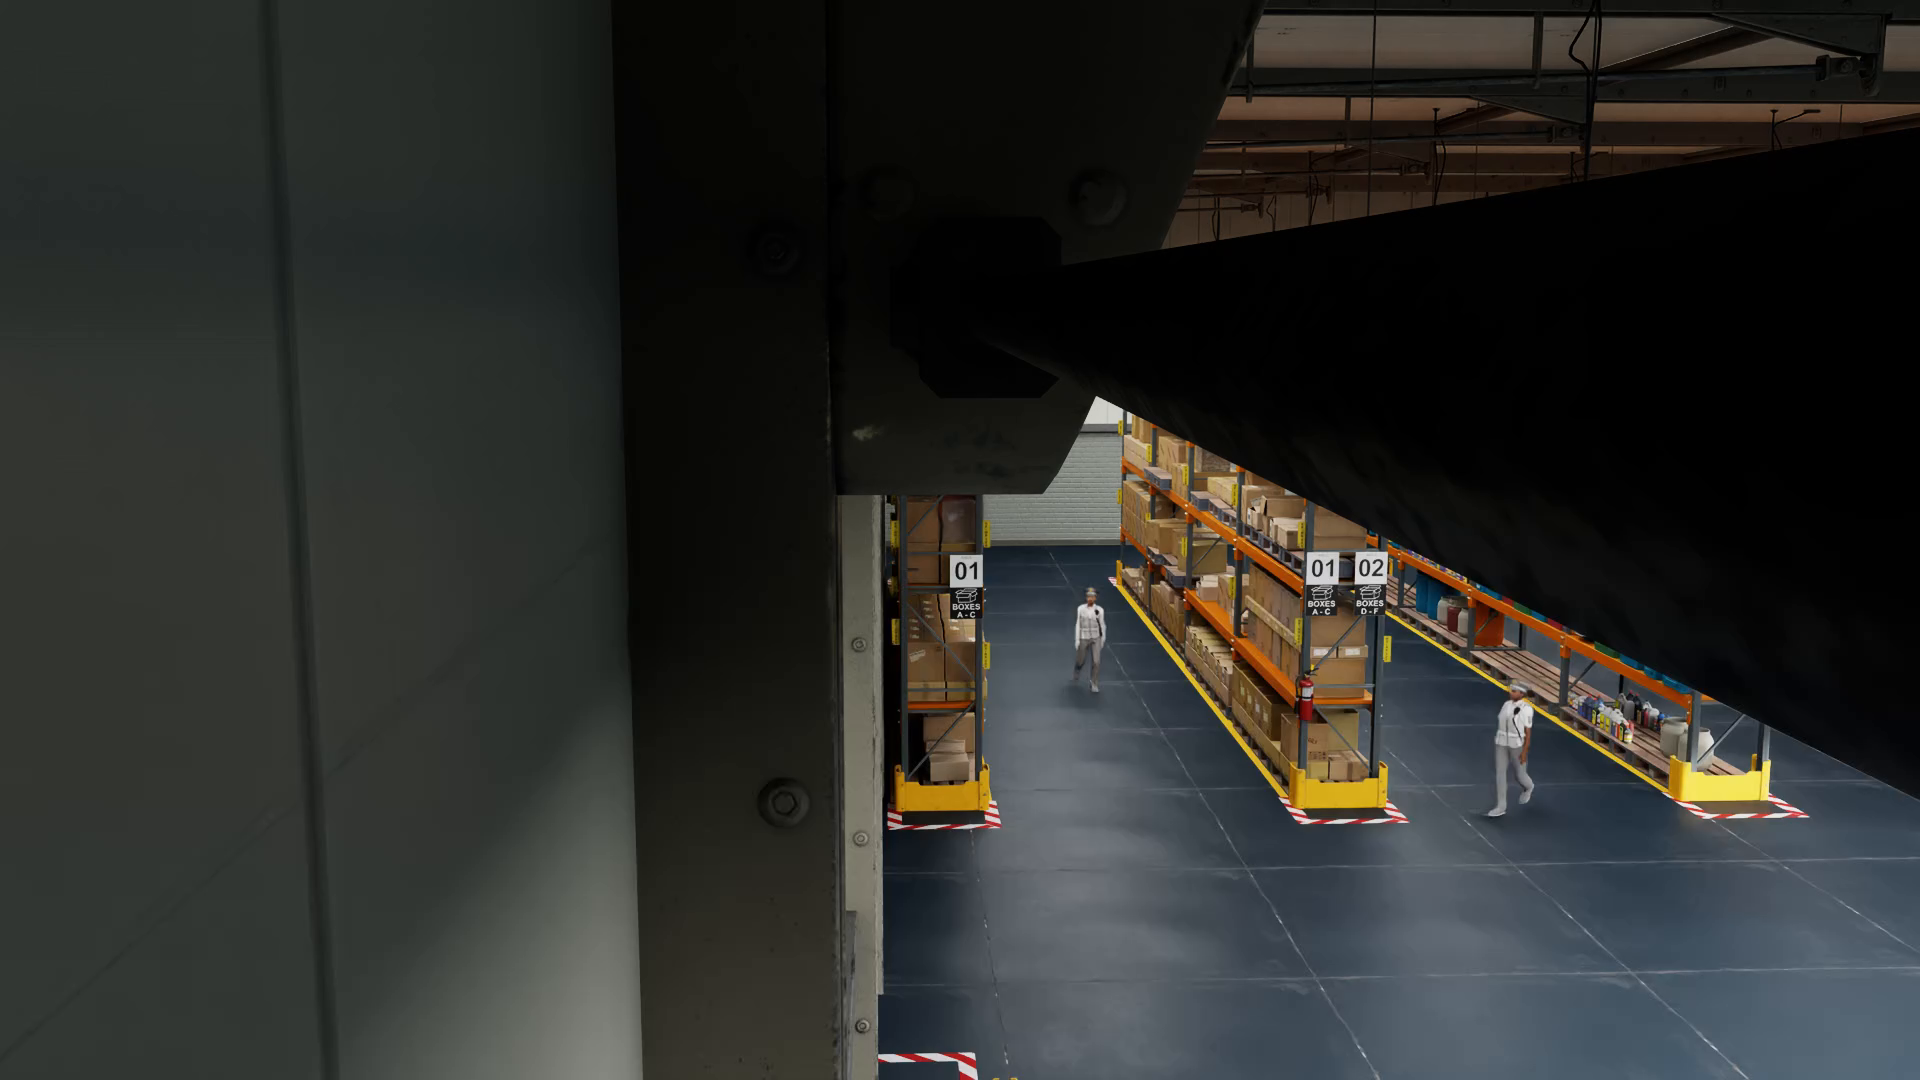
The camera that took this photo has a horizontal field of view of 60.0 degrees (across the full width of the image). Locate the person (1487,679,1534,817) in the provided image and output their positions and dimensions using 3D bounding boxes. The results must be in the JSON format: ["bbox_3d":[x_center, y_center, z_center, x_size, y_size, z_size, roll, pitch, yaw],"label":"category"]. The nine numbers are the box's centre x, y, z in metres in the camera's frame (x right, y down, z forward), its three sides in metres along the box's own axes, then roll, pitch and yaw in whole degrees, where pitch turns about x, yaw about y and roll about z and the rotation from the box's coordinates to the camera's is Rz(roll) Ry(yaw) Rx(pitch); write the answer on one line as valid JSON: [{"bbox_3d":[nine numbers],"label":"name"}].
[{"bbox_3d":[6.769,2.515,20.343,0.442,1.668,0.773,6,10,33],"label":"person"}]

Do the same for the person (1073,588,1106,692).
[{"bbox_3d":[2.085,1.572,26.727,0.513,1.652,0.708,-1,8,-6],"label":"person"}]
